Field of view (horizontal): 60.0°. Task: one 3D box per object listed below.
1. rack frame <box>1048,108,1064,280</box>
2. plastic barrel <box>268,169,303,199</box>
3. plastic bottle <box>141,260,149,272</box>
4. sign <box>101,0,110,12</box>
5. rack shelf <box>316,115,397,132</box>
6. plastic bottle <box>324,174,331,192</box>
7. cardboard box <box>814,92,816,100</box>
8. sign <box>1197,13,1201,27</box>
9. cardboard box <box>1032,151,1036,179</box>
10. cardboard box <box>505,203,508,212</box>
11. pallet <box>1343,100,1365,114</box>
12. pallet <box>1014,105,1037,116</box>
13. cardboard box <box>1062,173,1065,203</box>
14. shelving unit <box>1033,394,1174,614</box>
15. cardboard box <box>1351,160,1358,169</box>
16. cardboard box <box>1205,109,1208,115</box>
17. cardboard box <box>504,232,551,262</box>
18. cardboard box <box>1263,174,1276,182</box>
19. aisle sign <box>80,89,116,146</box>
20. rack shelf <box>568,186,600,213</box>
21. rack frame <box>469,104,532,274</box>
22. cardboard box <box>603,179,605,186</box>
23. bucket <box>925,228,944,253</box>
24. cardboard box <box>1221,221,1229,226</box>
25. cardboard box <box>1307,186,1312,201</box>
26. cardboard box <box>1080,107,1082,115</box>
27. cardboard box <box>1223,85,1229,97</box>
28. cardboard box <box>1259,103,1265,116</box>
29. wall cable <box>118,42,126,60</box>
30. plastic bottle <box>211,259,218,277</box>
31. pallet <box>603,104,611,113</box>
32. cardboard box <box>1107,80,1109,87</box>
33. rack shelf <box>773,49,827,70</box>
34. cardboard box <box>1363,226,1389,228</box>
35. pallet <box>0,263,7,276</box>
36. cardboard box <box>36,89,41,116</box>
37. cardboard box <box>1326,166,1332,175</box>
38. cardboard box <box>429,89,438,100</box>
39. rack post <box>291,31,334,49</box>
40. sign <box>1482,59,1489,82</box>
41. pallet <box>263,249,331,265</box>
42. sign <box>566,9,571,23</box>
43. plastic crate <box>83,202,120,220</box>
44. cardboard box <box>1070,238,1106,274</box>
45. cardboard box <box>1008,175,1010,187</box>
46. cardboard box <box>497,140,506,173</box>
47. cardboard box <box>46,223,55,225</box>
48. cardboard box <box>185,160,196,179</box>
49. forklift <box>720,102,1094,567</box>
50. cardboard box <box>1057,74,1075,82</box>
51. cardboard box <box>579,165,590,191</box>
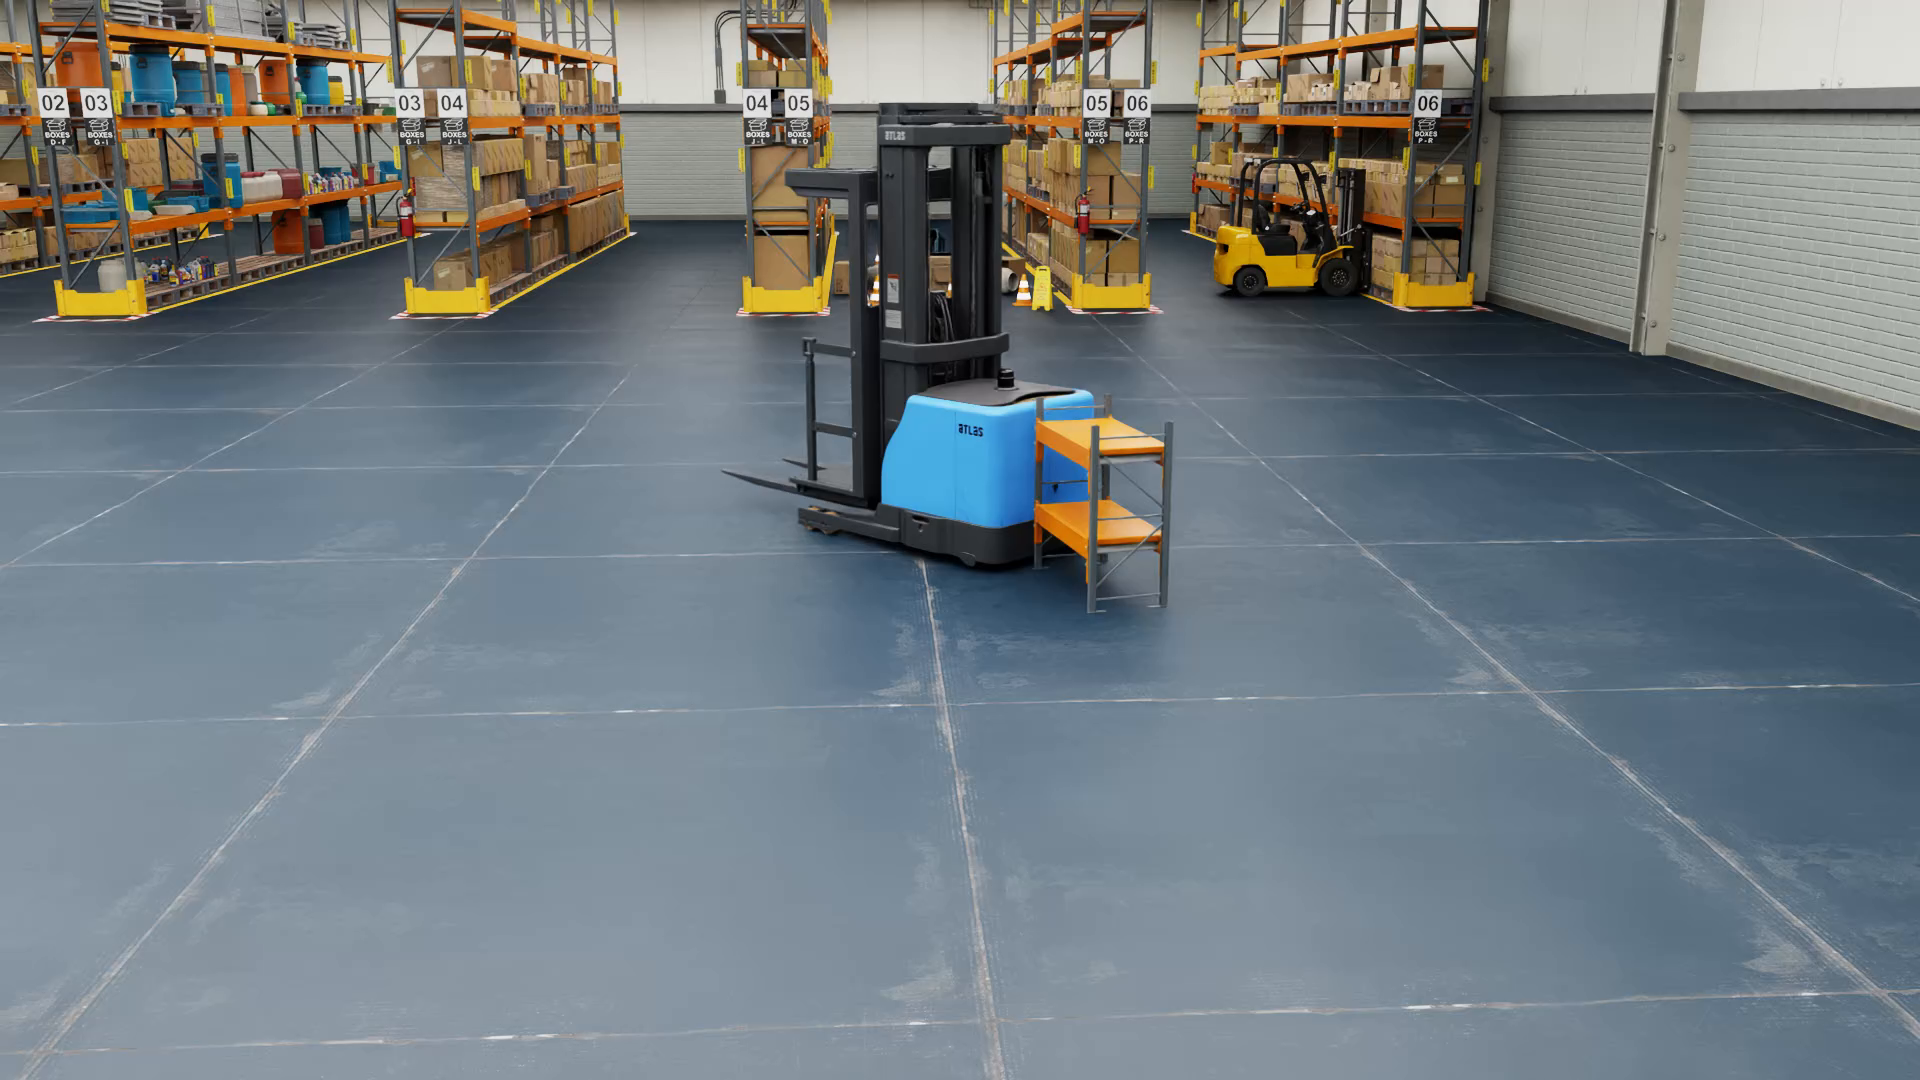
[{"bbox_3d":[2.050,-5.980,28.748,1.000,3.000,0.127,-1,14,-3],"label":"rack frame"},{"bbox_3d":[-12.701,-6.700,31.276,0.600,0.536,0.708,-1,14,-3],"label":"plastic barrel"},{"bbox_3d":[-13.111,-4.321,26.733,0.144,0.351,0.185,-1,14,-4],"label":"plastic bottle"},{"bbox_3d":[-11.988,-7.567,23.297,0.100,0.325,0.005,-1,14,-3],"label":"sign"},{"bbox_3d":[-13.404,-9.342,37.238,1.077,0.370,4.000,-1,14,-3],"label":"rack shelf"},{"bbox_3d":[-12.829,-7.219,33.662,0.144,0.351,0.185,-1,14,-3],"label":"plastic bottle"},{"bbox_3d":[-2.401,-6.808,25.407,0.380,0.149,0.250,-1,14,-3],"label":"cardboard box"},{"bbox_3d":[5.719,-12.430,39.743,0.100,0.325,0.005,-1,14,-3],"label":"sign"},{"bbox_3d":[1.638,-7.126,31.561,0.500,0.500,0.500,0,14,-1],"label":"cardboard box"},{"bbox_3d":[-7.507,-5.345,26.784,0.380,0.149,0.250,-1,14,-3],"label":"cardboard box"},{"bbox_3d":[7.082,-7.256,27.864,1.003,0.211,1.213,-1,14,-3],"label":"pallet"},{"bbox_3d":[1.637,-8.773,33.964,1.003,0.211,1.213,0,14,-1],"label":"pallet"},{"bbox_3d":[1.922,-5.684,26.800,0.500,0.500,0.500,-1,14,-3],"label":"cardboard box"},{"bbox_3d":[0.862,-0.252,10.247,0.538,1.125,1.048,-4,15,-15],"label":"shelving unit"},{"bbox_3d":[6.772,-6.288,27.845,0.380,0.149,0.250,-1,14,-2],"label":"cardboard box"},{"bbox_3d":[6.002,-10.098,39.236,0.380,0.149,0.250,-1,14,-2],"label":"cardboard box"},{"bbox_3d":[-7.939,-5.379,30.547,0.700,0.500,0.500,0,14,1],"label":"cardboard box"},{"bbox_3d":[6.332,-7.291,33.507,0.380,0.149,0.250,-1,14,-2],"label":"cardboard box"},{"bbox_3d":[-12.240,-6.001,23.614,0.394,0.787,0.004,-1,14,-3],"label":"aisle sign"},{"bbox_3d":[-8.213,-6.971,34.043,1.077,0.370,4.000,-1,14,-3],"label":"rack shelf"},{"bbox_3d":[-7.841,-5.827,28.154,1.000,3.000,0.127,-1,14,-3],"label":"rack frame"},{"bbox_3d":[-8.057,-7.904,36.732,0.380,0.149,0.250,0,14,-2],"label":"cardboard box"},{"bbox_3d":[-0.575,-5.031,28.579,0.726,0.611,0.620,4,5,16],"label":"bucket"},{"bbox_3d":[6.158,-7.149,37.937,0.396,0.266,0.258,0,14,-1],"label":"cardboard box"},{"bbox_3d":[6.674,-6.355,30.507,0.500,0.250,0.500,-1,14,-3],"label":"cardboard box"},{"bbox_3d":[1.996,-6.401,24.868,0.380,0.149,0.250,-1,14,-3],"label":"cardboard box"},{"bbox_3d":[6.196,-10.061,37.291,0.500,0.250,0.500,-1,14,-4],"label":"cardboard box"},{"bbox_3d":[6.419,-8.806,34.012,0.500,0.250,0.500,-1,14,-3],"label":"cardboard box"},{"bbox_3d":[-20.710,-13.883,43.522,3.097,2.526,0.112,-1,14,-3],"label":"wall cable"},{"bbox_3d":[-12.426,-4.534,27.695,0.061,0.283,0.133,0,14,-1],"label":"plastic bottle"},{"bbox_3d":[-8.450,-9.733,37.492,1.003,0.211,1.213,-1,14,-3],"label":"pallet"},{"bbox_3d":[2.441,-7.043,25.764,0.380,0.149,0.250,-1,14,-4],"label":"cardboard box"},{"bbox_3d":[-3.256,-9.734,33.545,1.077,0.370,4.000,-1,14,-3],"label":"rack shelf"},{"bbox_3d":[7.227,-5.294,28.751,0.500,0.250,0.500,-1,14,-2],"label":"cardboard box"},{"bbox_3d":[-17.892,-4.811,29.802,1.003,0.211,1.213,-1,14,-3],"label":"pallet"},{"bbox_3d":[-18.069,-8.406,31.956,0.910,0.500,0.500,-1,14,-3],"label":"cardboard box"},{"bbox_3d":[6.727,-6.566,29.522,0.380,0.149,0.250,-1,14,-4],"label":"cardboard box"},{"bbox_3d":[-7.821,-6.536,24.391,0.380,0.149,0.250,-1,14,-5],"label":"cardboard box"},{"bbox_3d":[-13.028,-9.902,32.955,0.937,0.300,0.954,1,14,3],"label":"rack post"},{"bbox_3d":[7.806,-6.984,24.718,0.100,0.325,0.005,-1,14,-3],"label":"sign"},{"bbox_3d":[-13.123,-5.590,32.830,1.003,0.211,1.213,-1,14,-3],"label":"pallet"},{"bbox_3d":[-9.139,-12.239,38.842,0.100,0.325,0.005,-1,14,-3],"label":"sign"},{"bbox_3d":[-12.901,-4.965,25.103,0.499,0.251,0.408,-1,14,-3],"label":"plastic crate"},{"bbox_3d":[1.988,-4.415,25.837,0.500,0.500,0.500,-1,14,-3],"label":"cardboard box"},{"bbox_3d":[1.318,-7.783,36.059,0.500,0.250,0.500,-1,14,-5],"label":"cardboard box"},{"bbox_3d":[-7.449,-6.023,26.111,0.500,0.500,0.500,-1,14,-3],"label":"cardboard box"},{"bbox_3d":[-18.301,-6.030,33.076,0.500,0.500,0.500,-1,14,-5],"label":"cardboard box"},{"bbox_3d":[-18.173,-8.601,38.733,0.500,0.500,0.500,0,14,-2],"label":"cardboard box"},{"bbox_3d":[-0.507,-1.538,11.623,3.031,2.935,1.130,13,20,42],"label":"forklift"},{"bbox_3d":[1.887,-7.948,28.831,0.500,0.250,0.500,-1,14,-2],"label":"cardboard box"},{"bbox_3d":[-7.972,-7.500,34.455,0.500,0.500,0.500,-1,14,-4],"label":"cardboard box"}]
